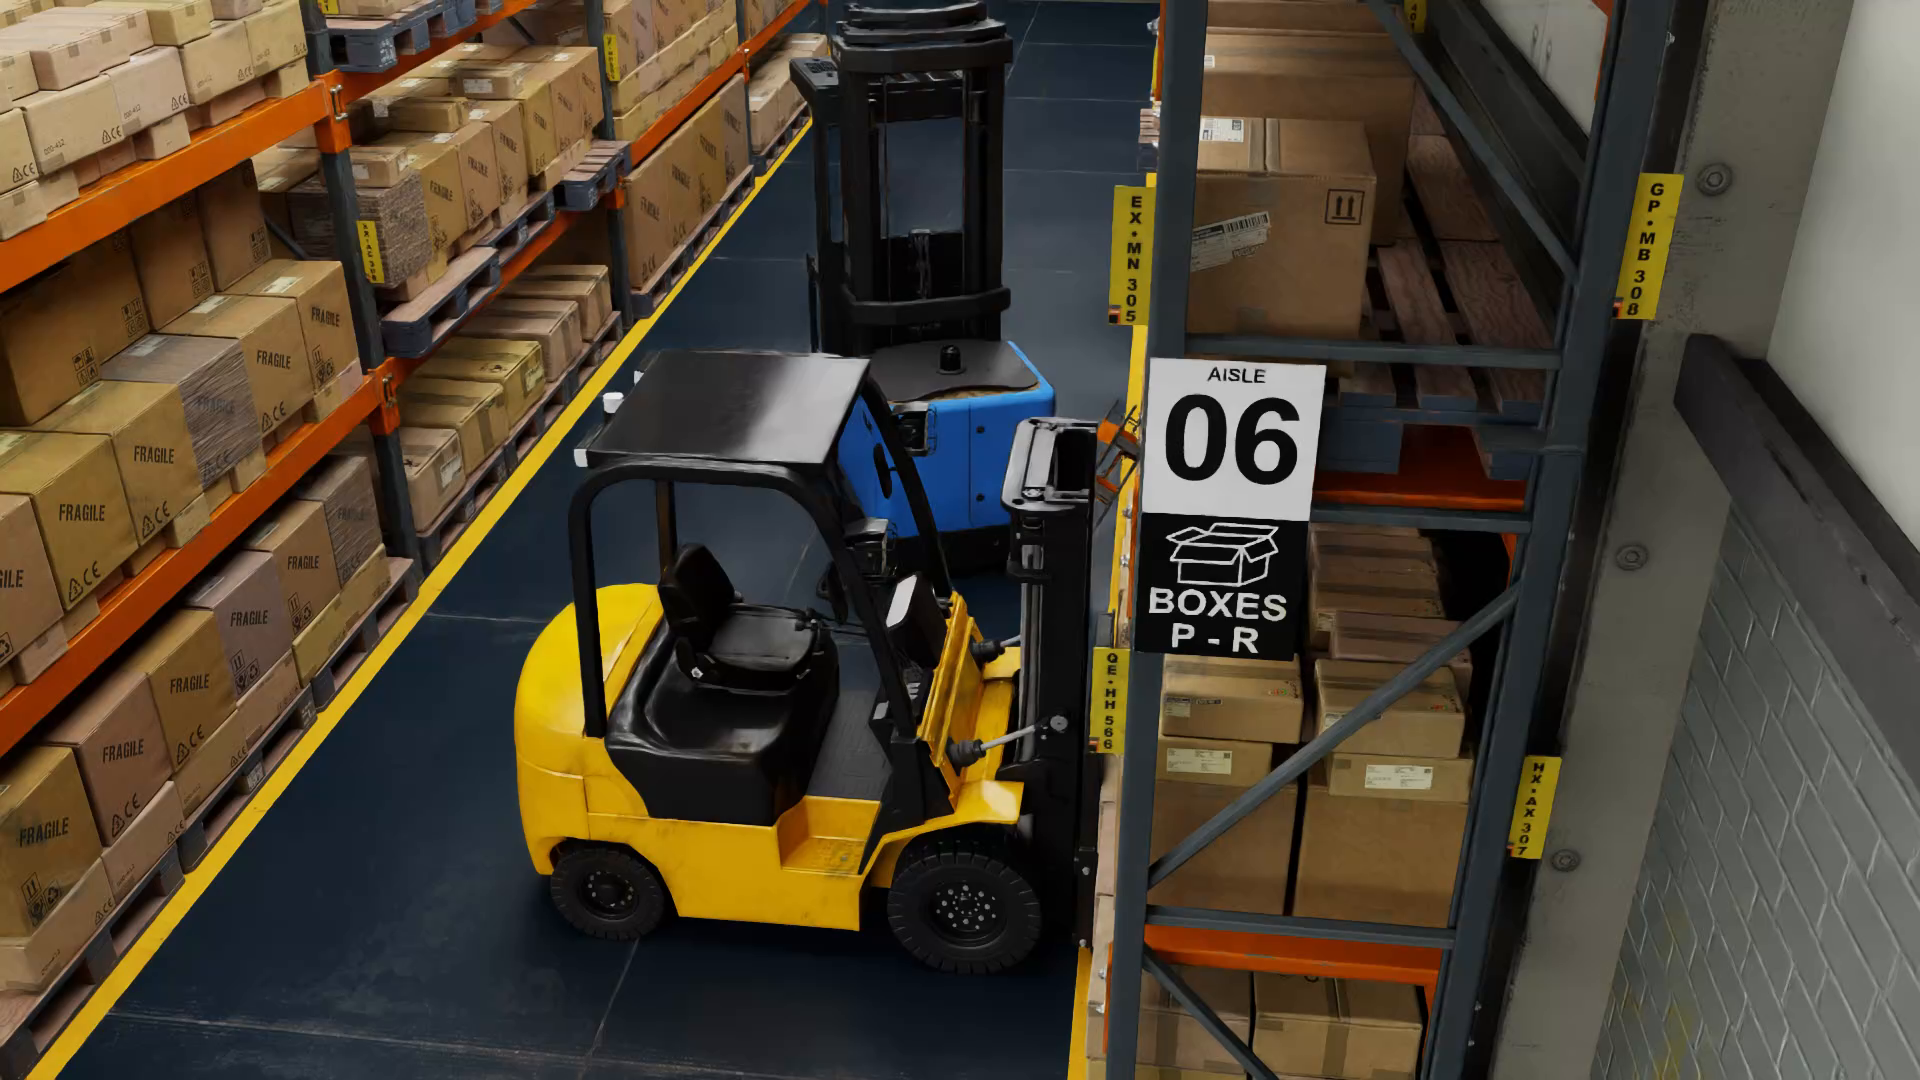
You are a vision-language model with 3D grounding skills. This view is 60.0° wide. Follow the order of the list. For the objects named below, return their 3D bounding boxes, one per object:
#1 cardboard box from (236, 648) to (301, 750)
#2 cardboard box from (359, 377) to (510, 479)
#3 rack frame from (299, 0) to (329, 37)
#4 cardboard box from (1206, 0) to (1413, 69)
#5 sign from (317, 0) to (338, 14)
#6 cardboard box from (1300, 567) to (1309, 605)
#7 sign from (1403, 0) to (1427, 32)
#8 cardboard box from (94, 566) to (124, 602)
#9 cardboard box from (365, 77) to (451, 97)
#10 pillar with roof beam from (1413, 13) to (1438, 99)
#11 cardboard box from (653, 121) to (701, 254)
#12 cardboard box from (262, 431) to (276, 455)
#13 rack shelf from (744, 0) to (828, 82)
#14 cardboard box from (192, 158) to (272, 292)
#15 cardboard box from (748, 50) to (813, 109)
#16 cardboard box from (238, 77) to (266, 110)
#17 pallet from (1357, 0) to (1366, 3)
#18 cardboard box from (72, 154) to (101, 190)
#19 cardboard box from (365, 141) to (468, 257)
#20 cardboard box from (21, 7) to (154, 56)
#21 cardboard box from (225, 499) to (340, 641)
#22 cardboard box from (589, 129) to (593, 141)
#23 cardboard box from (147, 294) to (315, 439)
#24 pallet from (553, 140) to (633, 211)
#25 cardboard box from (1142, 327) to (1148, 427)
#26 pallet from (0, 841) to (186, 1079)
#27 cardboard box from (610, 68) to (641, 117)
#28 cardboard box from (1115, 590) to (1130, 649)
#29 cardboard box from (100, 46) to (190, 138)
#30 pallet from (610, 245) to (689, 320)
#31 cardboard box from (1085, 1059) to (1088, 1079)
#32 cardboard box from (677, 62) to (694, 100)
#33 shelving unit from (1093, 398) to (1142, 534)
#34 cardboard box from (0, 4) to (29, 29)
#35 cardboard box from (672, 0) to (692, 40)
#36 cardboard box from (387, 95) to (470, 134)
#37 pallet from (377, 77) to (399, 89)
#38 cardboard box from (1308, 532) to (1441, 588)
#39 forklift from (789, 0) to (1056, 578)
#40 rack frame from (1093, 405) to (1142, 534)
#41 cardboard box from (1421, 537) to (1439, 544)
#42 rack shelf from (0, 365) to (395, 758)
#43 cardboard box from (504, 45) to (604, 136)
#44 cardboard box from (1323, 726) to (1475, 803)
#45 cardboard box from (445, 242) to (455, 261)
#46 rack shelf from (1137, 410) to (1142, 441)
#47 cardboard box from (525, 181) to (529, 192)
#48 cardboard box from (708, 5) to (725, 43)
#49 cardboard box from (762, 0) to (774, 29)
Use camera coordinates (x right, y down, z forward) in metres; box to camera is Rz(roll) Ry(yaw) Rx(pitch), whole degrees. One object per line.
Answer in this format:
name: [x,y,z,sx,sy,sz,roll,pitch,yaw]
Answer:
cardboard box: [-3.436,0.714,7.718,0.500,0.250,0.500,4,29,7]
cardboard box: [-3.361,-0.710,10.232,0.950,0.372,0.625,5,29,9]
rack frame: [-3.508,-3.737,7.199,1.000,3.000,0.127,3,28,6]
cardboard box: [1.076,-1.493,5.539,0.797,0.503,0.637,4,29,8]
sign: [-2.968,-2.616,7.736,0.100,0.325,0.005,3,28,6]
cardboard box: [1.364,0.329,5.871,0.500,0.500,0.500,3,28,6]
sign: [1.970,-2.361,7.178,0.100,0.325,0.005,3,28,6]
cardboard box: [-3.573,0.141,6.590,0.380,0.149,0.250,4,29,8]
cardboard box: [-3.418,-2.644,10.634,0.500,0.500,0.500,4,29,7]
pillar with roof beam: [-1.629,-4.917,9.389,9.100,9.000,0.400,3,28,6]
cardboard box: [-2.737,-2.968,13.894,0.875,0.875,0.875,4,29,7]
cardboard box: [-3.422,-0.464,7.713,0.380,0.149,0.250,3,28,5]
rack shelf: [-2.282,-5.486,17.529,1.077,0.370,4.000,3,28,6]
cardboard box: [-3.777,-1.516,7.929,0.700,0.500,0.500,3,28,6]
cardboard box: [-2.123,-5.054,18.226,0.875,0.438,0.875,4,29,8]
cardboard box: [-3.362,-2.026,7.450,0.380,0.149,0.250,4,29,7]
pallet: [1.781,-3.078,9.338,1.003,0.211,1.213,5,29,9]
cardboard box: [-3.528,-1.417,6.321,0.380,0.149,0.250,3,28,6]
cardboard box: [-3.105,-1.896,9.244,0.500,0.500,0.500,3,29,6]
cardboard box: [-3.442,-2.004,6.568,0.380,0.149,0.250,3,28,5]
cardboard box: [-3.374,0.133,8.006,0.500,0.500,0.500,4,29,7]
cardboard box: [-2.824,-2.885,11.765,0.380,0.149,0.250,4,29,8]
cardboard box: [-3.372,-0.804,7.662,0.500,0.500,0.500,4,29,8]
pallet: [-2.999,-2.553,11.528,1.213,0.211,1.003,3,28,6]
cardboard box: [1.106,-0.659,7.706,0.500,0.500,0.500,3,28,5]
pallet: [-3.854,1.599,6.560,1.003,0.211,1.213,3,28,6]
cardboard box: [-2.710,-3.357,12.450,0.500,0.250,0.500,3,28,6]
cardboard box: [0.926,0.461,7.134,0.500,0.250,0.500,4,29,8]
cardboard box: [-3.432,-1.781,6.575,0.500,0.250,0.500,3,28,5]
pallet: [-2.846,-2.118,13.458,1.003,0.211,1.213,3,28,6]
cardboard box: [0.673,1.860,5.592,0.500,0.250,0.500,4,29,7]
cardboard box: [-2.535,-3.850,13.892,0.500,0.250,0.500,3,28,6]
shelving unit: [0.713,-0.267,9.181,0.215,1.050,0.252,31,3,-22]
cardboard box: [-3.953,-2.038,6.632,0.380,0.149,0.250,2,28,5]
cardboard box: [-2.519,-4.395,13.585,0.500,0.500,0.500,4,29,7]
cardboard box: [-3.068,-2.459,9.607,0.380,0.149,0.250,5,29,9]
pallet: [-7.106,-5.341,19.441,1.003,0.211,1.213,3,28,6]
cardboard box: [1.311,0.106,5.288,0.380,0.149,0.250,4,29,6]
forklift: [-0.358,-1.765,9.935,1.130,2.935,3.031,-8,29,-14]
rack frame: [0.749,-0.239,9.068,0.200,1.050,0.008,31,3,-22]
cardboard box: [1.456,-0.002,5.801,0.380,0.149,0.250,4,29,8]
rack shelf: [-3.753,0.162,7.045,1.077,0.370,4.000,3,28,6]
cardboard box: [-2.797,-3.108,11.495,0.500,0.500,0.500,3,28,5]
cardboard box: [1.228,0.600,4.685,0.380,0.149,0.250,3,28,5]
cardboard box: [-3.128,-1.667,9.503,0.380,0.149,0.250,5,29,9]
rack shelf: [1.664,-1.434,10.007,1.077,0.370,4.000,3,28,6]
cardboard box: [-2.986,-2.274,10.631,0.380,0.149,0.250,4,29,7]
cardboard box: [-2.394,-4.558,14.679,0.500,0.250,0.500,4,29,7]
cardboard box: [-2.144,-5.348,16.409,0.500,0.500,0.500,4,29,7]
